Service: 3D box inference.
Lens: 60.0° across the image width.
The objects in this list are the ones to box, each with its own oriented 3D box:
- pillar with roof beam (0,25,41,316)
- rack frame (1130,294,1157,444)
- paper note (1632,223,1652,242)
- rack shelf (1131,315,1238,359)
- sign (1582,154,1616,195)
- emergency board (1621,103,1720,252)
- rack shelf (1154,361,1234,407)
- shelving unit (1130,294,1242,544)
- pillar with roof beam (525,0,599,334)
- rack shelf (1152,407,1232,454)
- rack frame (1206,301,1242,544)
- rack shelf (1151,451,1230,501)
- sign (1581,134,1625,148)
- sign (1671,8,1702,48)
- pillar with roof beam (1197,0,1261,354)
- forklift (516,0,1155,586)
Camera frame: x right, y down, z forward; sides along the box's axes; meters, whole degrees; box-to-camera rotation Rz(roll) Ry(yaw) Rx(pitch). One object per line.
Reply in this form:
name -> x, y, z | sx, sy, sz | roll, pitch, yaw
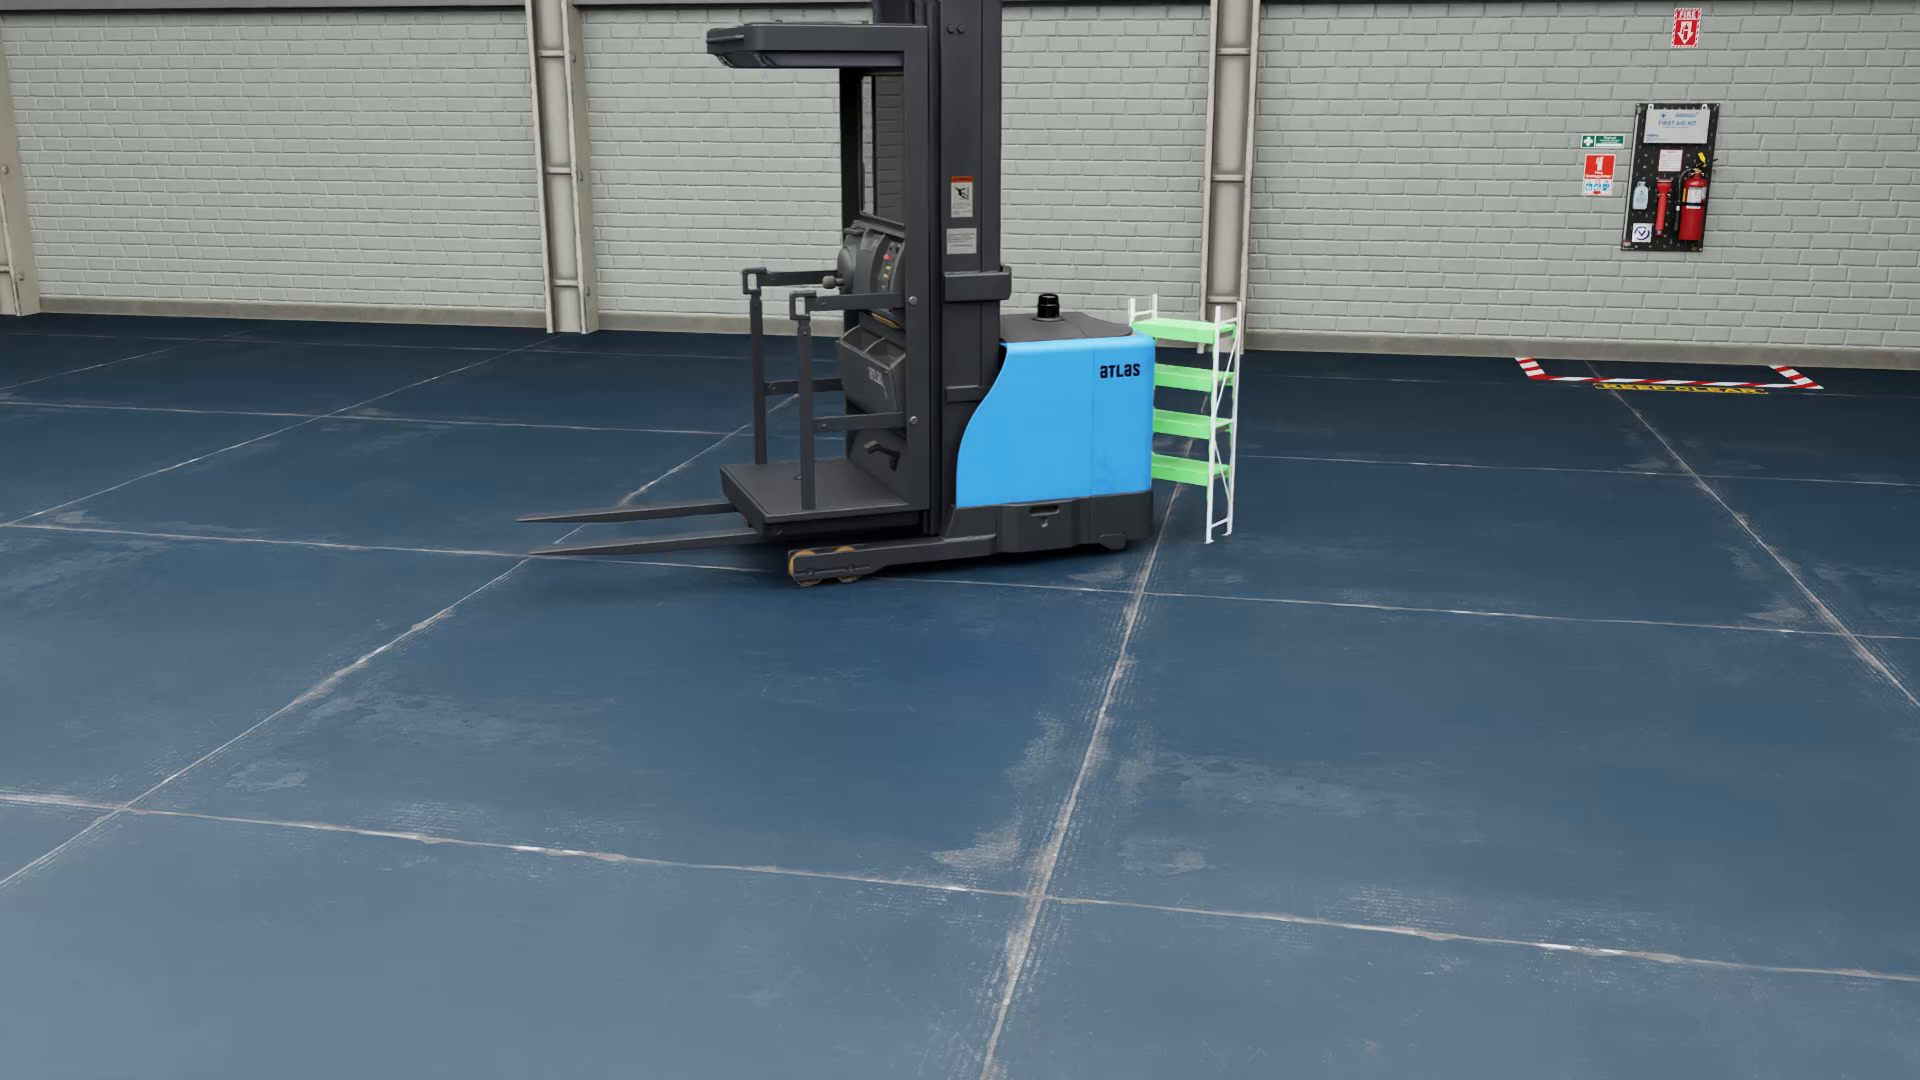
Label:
pillar with roof beam -> -10.353, -5.486, 11.441 | 0.400, 9.000, 9.100 | 3, 16, 11
rack frame -> 0.939, -0.665, 8.644 | 0.015, 1.200, 0.240 | 11, 19, 36
paper note -> 5.570, -2.508, 13.578 | 0.142, 0.148, 0.016 | 3, 16, 11
rack shelf -> 1.133, -1.026, 8.391 | 0.480, 0.148, 0.258 | 11, 19, 36
sign -> 5.208, -2.979, 13.560 | 0.234, 0.329, 0.001 | 3, 16, 11
emergency board -> 5.729, -2.905, 13.361 | 0.643, 1.169, 0.194 | 3, 16, 11
rack shelf -> 1.133, -0.795, 8.455 | 0.480, 0.148, 0.258 | 11, 19, 36
shelving unit -> 1.133, -0.625, 8.502 | 0.503, 1.200, 0.258 | 11, 19, 36
pillar with roof beam -> -4.474, -5.167, 10.289 | 0.400, 9.000, 9.100 | 3, 16, 11
rack shelf -> 1.133, -0.564, 8.519 | 0.480, 0.148, 0.258 | 11, 19, 36
rack frame -> 1.327, -0.586, 8.359 | 0.015, 1.200, 0.240 | 11, 19, 36
rack shelf -> 1.133, -0.332, 8.583 | 0.480, 0.148, 0.258 | 11, 19, 36
sign -> 5.211, -3.232, 13.480 | 0.331, 0.109, 0.001 | 3, 16, 11
sign -> 5.741, -4.049, 13.148 | 0.199, 0.298, 0.001 | 3, 16, 11
pillar with roof beam -> 1.406, -4.848, 9.137 | 0.400, 9.000, 9.100 | 3, 16, 11
forklift -> -0.611, -1.356, 7.895 | 3.031, 2.935, 1.130 | -5, 16, -19
